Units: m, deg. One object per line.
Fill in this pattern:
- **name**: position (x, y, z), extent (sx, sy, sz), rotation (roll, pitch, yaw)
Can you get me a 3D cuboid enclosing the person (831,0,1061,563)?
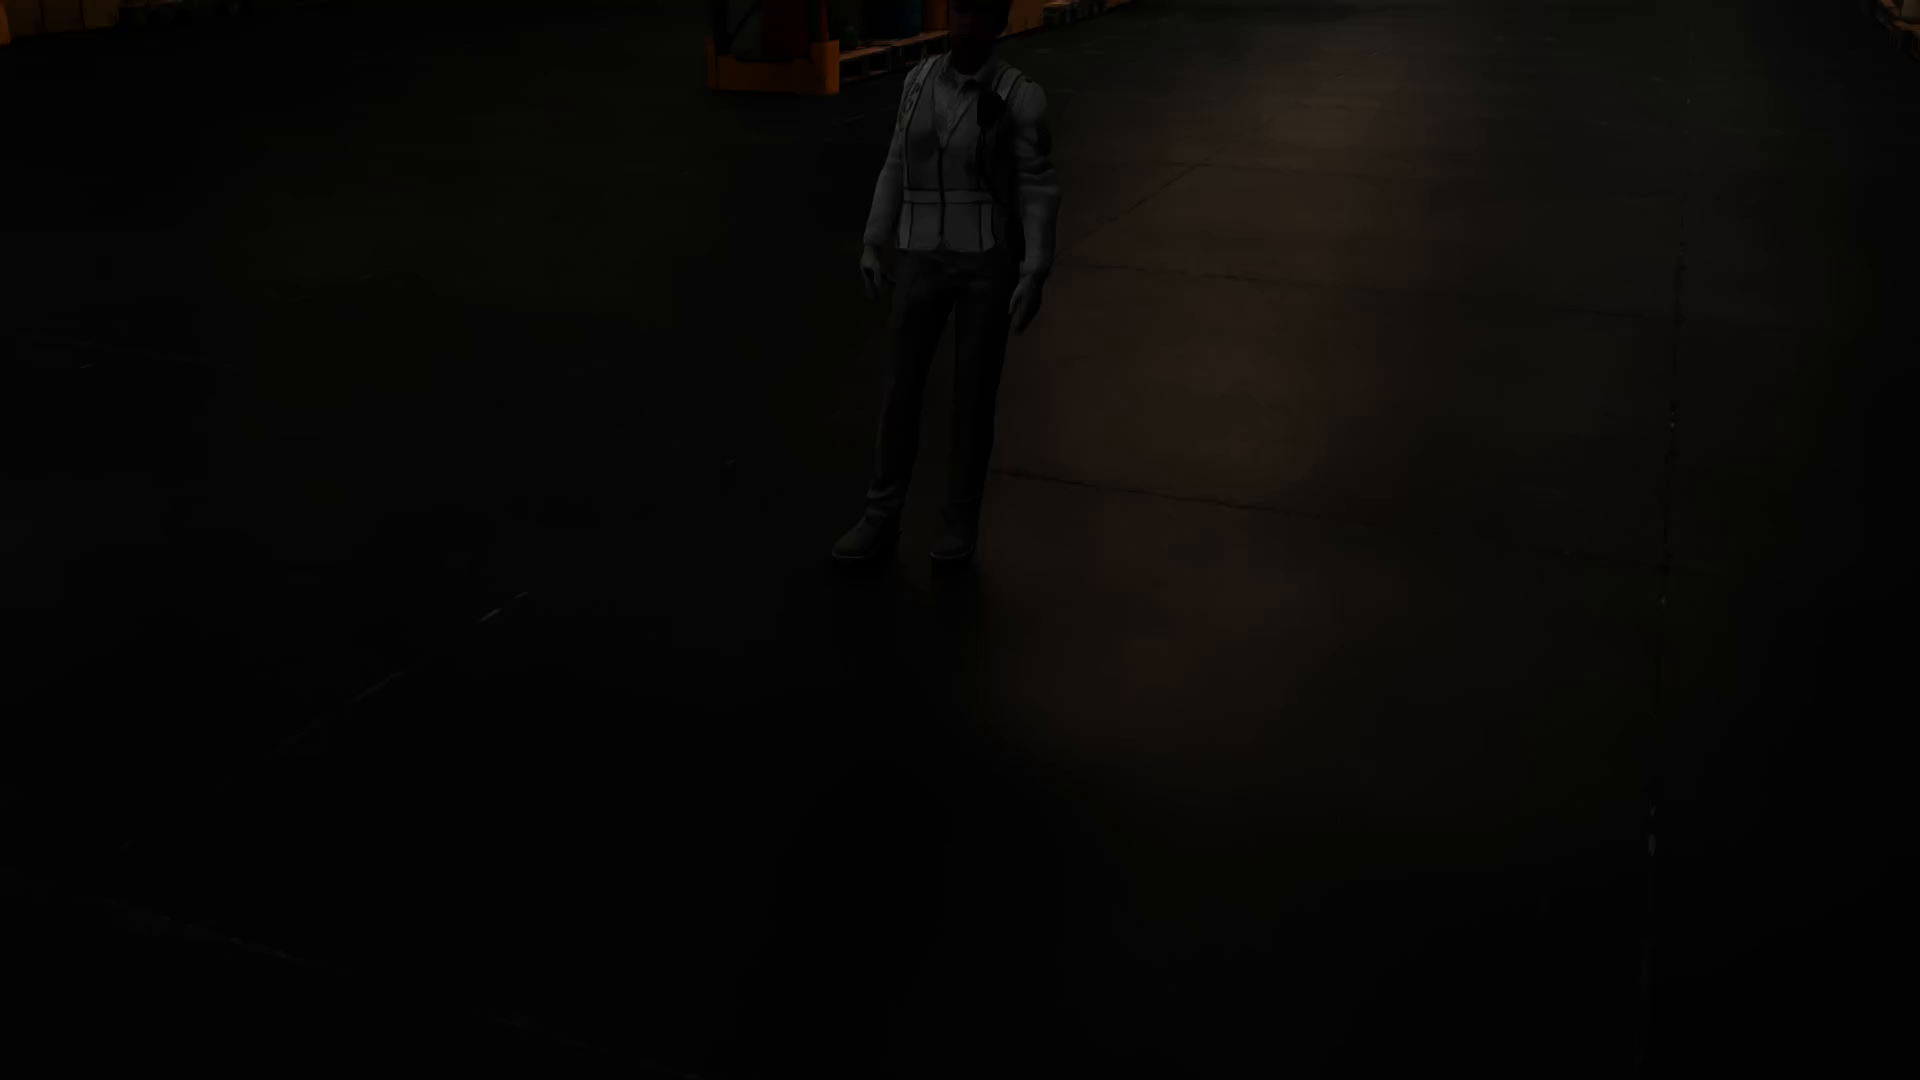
- **person**: position (-0.032, -0.766, 4.708), extent (0.586, 1.695, 0.533), rotation (9, 24, 21)
